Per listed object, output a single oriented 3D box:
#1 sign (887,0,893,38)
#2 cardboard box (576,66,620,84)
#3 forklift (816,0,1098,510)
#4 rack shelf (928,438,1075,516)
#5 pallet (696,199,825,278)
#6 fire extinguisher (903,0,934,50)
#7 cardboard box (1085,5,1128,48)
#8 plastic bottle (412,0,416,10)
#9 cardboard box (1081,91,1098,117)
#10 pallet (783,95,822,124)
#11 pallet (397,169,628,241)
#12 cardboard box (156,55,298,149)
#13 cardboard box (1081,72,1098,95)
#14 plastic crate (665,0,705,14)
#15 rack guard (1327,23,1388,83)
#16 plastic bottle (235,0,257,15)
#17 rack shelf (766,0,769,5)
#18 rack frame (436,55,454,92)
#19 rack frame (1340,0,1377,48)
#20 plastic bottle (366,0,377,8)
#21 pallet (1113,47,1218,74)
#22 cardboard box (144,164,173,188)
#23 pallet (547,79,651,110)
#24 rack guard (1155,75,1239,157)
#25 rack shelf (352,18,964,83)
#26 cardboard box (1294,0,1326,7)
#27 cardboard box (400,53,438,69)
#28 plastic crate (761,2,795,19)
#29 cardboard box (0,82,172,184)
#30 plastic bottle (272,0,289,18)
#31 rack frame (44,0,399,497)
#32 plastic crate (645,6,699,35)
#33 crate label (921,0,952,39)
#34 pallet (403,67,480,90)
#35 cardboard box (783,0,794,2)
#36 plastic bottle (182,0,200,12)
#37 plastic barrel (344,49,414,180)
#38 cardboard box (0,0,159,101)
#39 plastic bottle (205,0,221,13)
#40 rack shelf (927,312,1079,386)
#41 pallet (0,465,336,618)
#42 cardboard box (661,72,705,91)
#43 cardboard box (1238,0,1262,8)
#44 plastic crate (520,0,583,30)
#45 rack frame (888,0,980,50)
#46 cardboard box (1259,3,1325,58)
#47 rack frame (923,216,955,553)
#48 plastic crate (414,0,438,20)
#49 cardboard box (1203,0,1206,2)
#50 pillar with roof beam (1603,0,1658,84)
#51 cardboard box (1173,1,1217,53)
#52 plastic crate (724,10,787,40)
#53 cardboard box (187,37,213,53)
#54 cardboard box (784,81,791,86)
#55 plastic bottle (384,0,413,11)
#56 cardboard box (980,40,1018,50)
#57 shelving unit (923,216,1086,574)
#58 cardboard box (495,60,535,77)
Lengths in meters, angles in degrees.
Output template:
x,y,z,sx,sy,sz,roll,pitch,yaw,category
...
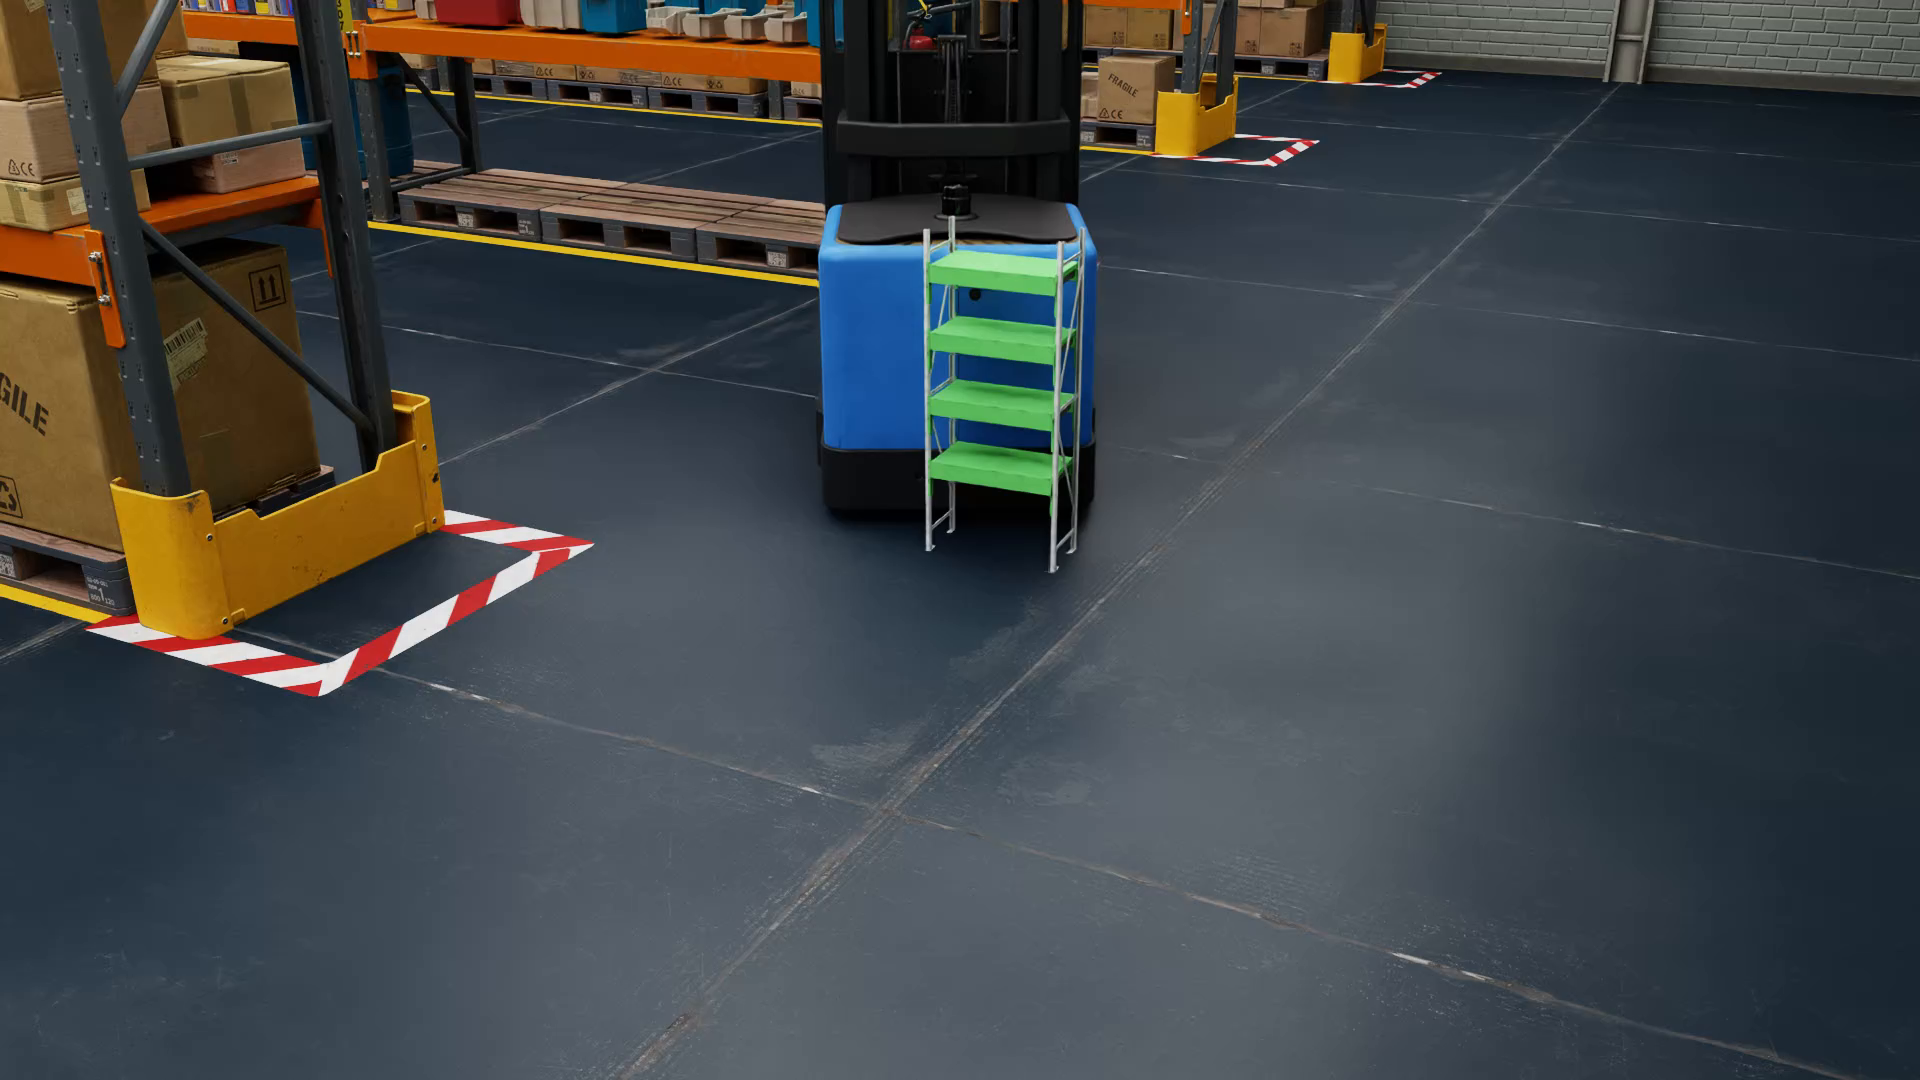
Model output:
x,y,z,sx,sy,sz,roll,pitch,yaw,category
-0.393,-2.890,9.003,0.005,0.325,0.100,11,25,25,sign
-3.399,-4.752,16.223,0.500,0.500,0.500,10,25,23,cardboard box
-0.043,-1.993,7.192,1.130,2.935,3.031,-1,23,-1,forklift
0.153,-0.233,6.041,0.480,0.148,0.258,9,25,21,rack shelf
-0.877,-1.885,10.414,1.213,0.211,1.003,11,25,25,pallet
-0.229,-2.617,9.146,0.183,0.674,0.296,11,25,25,fire extinguisher
1.810,-5.961,19.091,0.500,0.500,0.700,11,25,24,cardboard box
-3.863,-3.876,11.680,0.133,0.283,0.061,11,25,25,plastic bottle
1.162,-3.750,14.294,0.250,0.166,0.380,11,25,25,cardboard box
-0.878,-4.040,15.481,1.213,0.211,1.003,11,25,25,pallet
-3.055,-2.316,11.427,1.213,0.211,1.003,11,25,25,pallet
-2.700,-1.526,5.818,0.500,0.250,0.500,10,25,23,cardboard box
1.276,-3.959,14.678,0.500,0.250,0.500,11,25,25,cardboard box
-1.673,-3.404,10.559,0.300,0.233,0.416,11,25,25,plastic crate
4.333,-5.315,18.109,0.348,0.500,1.175,11,25,25,rack guard
-4.861,-3.774,11.354,0.185,0.351,0.144,11,25,25,plastic bottle
-3.275,-5.467,16.192,4.000,0.370,1.077,11,25,25,rack shelf
-5.060,-6.151,16.882,0.127,3.000,1.000,11,25,25,rack frame
4.311,-6.469,17.630,0.127,3.000,1.000,11,25,25,rack frame
-4.180,-3.925,11.811,0.097,0.271,0.097,0,23,0,plastic bottle
2.478,-5.516,18.951,1.213,0.211,1.003,11,25,25,pallet
-2.791,-1.387,5.999,0.250,0.149,0.380,11,25,24,cardboard box
-3.326,-4.507,16.579,1.213,0.211,1.003,11,25,25,pallet
2.012,-3.602,14.081,0.348,0.500,1.175,11,25,25,rack guard
-1.944,-3.031,10.465,4.000,0.370,1.077,11,25,25,rack shelf
3.843,-5.947,18.231,0.250,0.149,0.380,11,26,25,cardboard box
-5.639,-5.087,17.356,0.500,0.250,0.500,12,26,26,cardboard box
-1.085,-3.280,10.389,0.298,0.136,0.250,11,25,25,plastic crate
-2.946,-1.340,5.380,0.500,0.250,0.500,11,25,24,cardboard box
-4.552,-3.680,11.229,0.135,0.276,0.152,11,25,25,plastic bottle
-2.394,-1.280,5.426,0.127,3.000,1.000,11,25,25,rack frame
-1.752,-3.139,10.059,0.250,0.136,0.298,11,25,25,plastic crate
-0.231,-3.119,9.887,0.303,0.233,0.416,11,25,25,crate label
-5.777,-5.027,17.801,1.213,0.211,1.003,11,25,25,pallet
-2.231,-6.910,20.877,0.750,0.750,0.750,11,25,24,cardboard box
-5.329,-3.834,11.590,0.135,0.276,0.152,11,25,25,plastic bottle
-4.206,-3.045,11.723,0.708,0.901,0.600,11,25,25,plastic barrel
-2.947,-1.687,5.237,0.500,0.500,0.500,12,26,25,cardboard box
-5.122,-3.793,11.494,0.135,0.276,0.152,11,25,25,plastic bottle
0.153,-0.675,5.853,0.480,0.148,0.258,9,25,21,rack shelf
-3.142,-0.110,6.239,1.213,0.211,1.003,11,25,25,pallet
-2.497,-4.574,15.806,0.500,0.500,0.500,11,26,25,cardboard box
3.216,-5.903,18.127,0.250,0.149,0.380,12,26,26,cardboard box
-2.449,-3.355,10.381,0.530,0.282,0.437,11,25,25,plastic crate
-0.159,-3.009,9.494,0.127,3.000,1.000,11,25,25,rack frame
3.641,-5.601,18.245,0.500,0.500,0.700,11,25,25,cardboard box
-0.071,-0.550,6.010,0.015,1.200,0.240,9,25,21,rack frame
-3.378,-3.490,10.884,0.243,0.136,0.396,11,25,25,plastic crate
2.711,-6.171,18.755,0.250,0.149,0.380,11,26,25,cardboard box
5.169,-7.552,12.509,0.400,9.000,9.100,11,25,25,pillar with roof beam
2.746,-5.778,18.661,0.500,0.500,0.700,10,25,23,cardboard box
-1.220,-3.053,9.855,0.243,0.136,0.396,11,25,25,plastic crate
-8.381,-5.628,18.627,0.500,0.250,0.500,11,25,23,cardboard box
-1.812,-4.668,16.025,0.500,0.500,0.500,10,25,22,cardboard box
-3.932,-3.876,11.593,0.185,0.351,0.144,11,25,25,plastic bottle
0.189,-4.169,14.847,0.637,0.503,0.797,11,25,25,cardboard box
0.153,-0.513,5.922,0.503,1.200,0.258,9,25,21,shelving unit
-4.313,-4.933,16.648,0.500,0.500,0.500,10,25,23,cardboard box
